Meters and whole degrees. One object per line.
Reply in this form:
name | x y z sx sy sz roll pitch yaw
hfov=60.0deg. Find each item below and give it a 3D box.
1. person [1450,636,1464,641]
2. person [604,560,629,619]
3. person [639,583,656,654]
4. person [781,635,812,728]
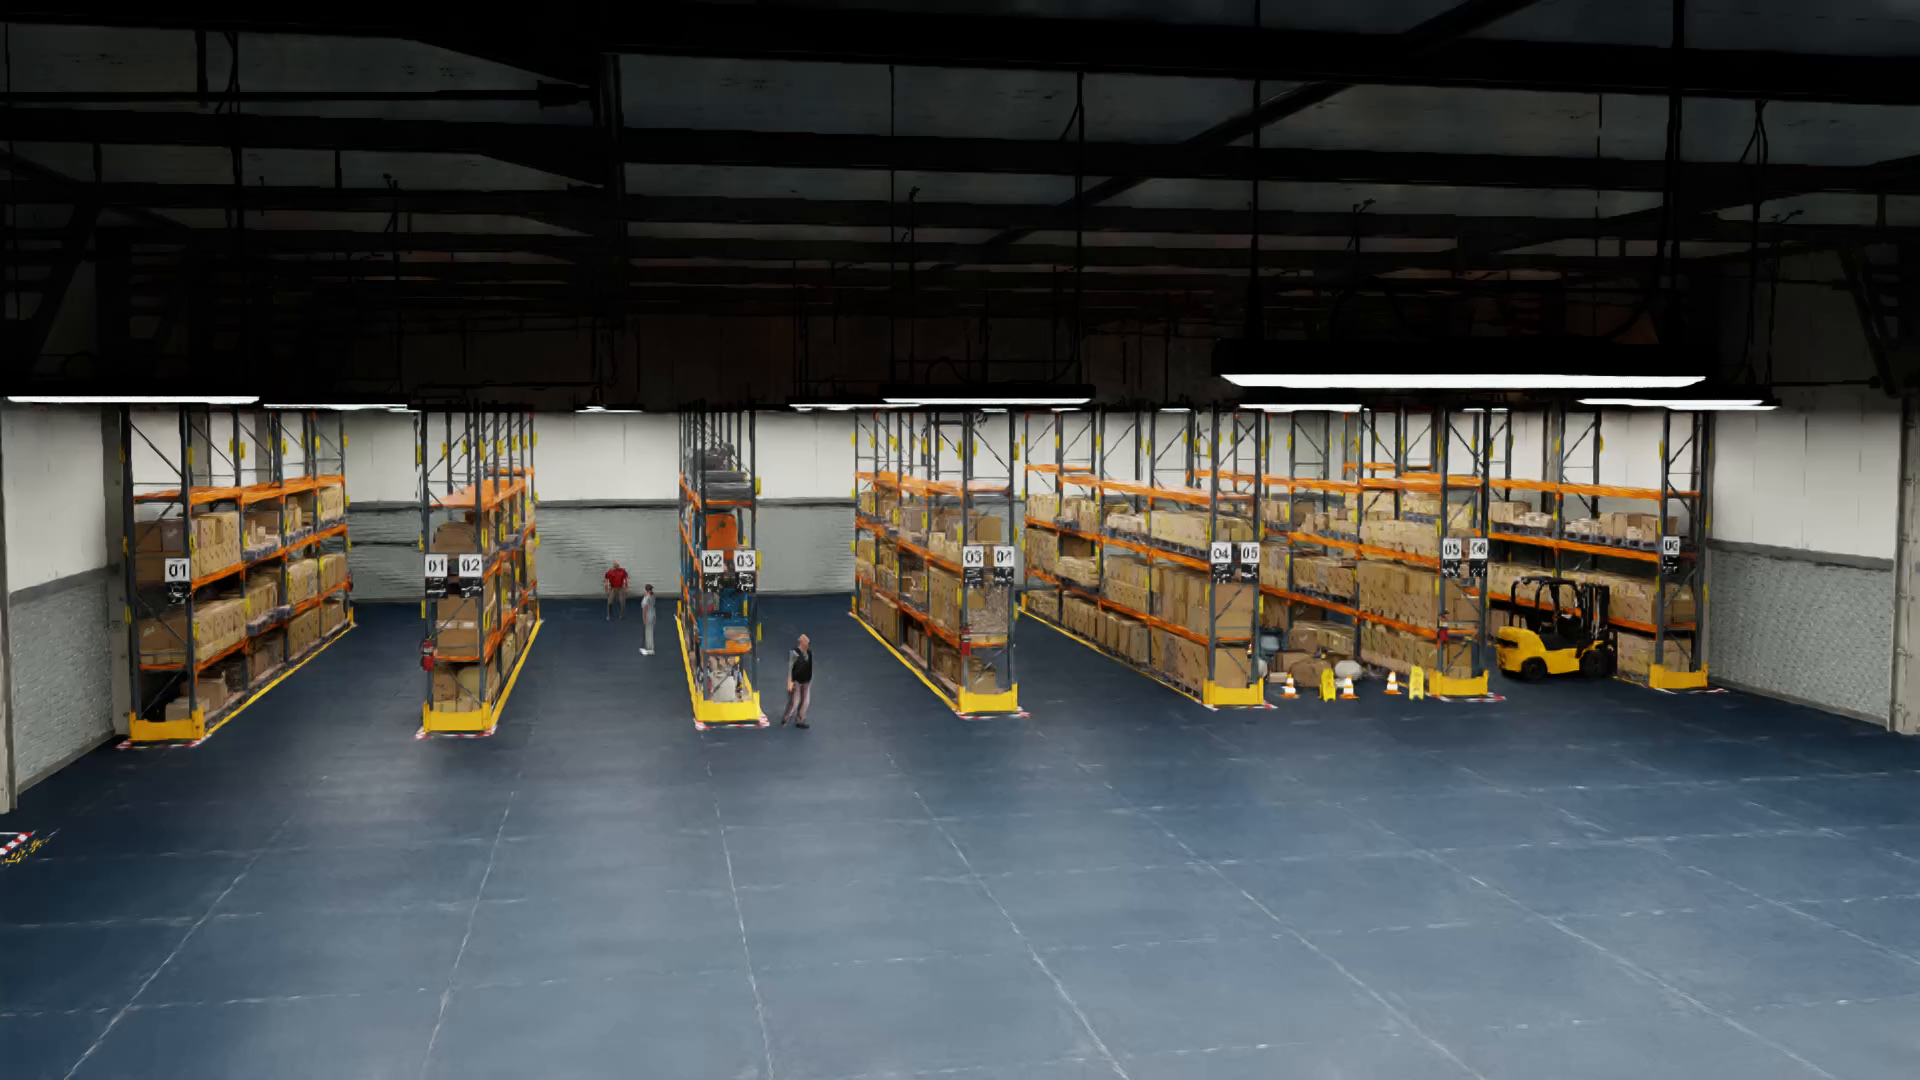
person | 11.808 1.898 39.765 0.549 1.630 0.599 1 5 18
person | -9.607 1.384 46.515 0.682 1.675 0.521 -1 4 -13
person | -7.496 1.870 39.837 0.477 1.675 0.487 1 5 18
person | -2.984 2.577 30.430 0.542 1.710 0.580 4 6 43
